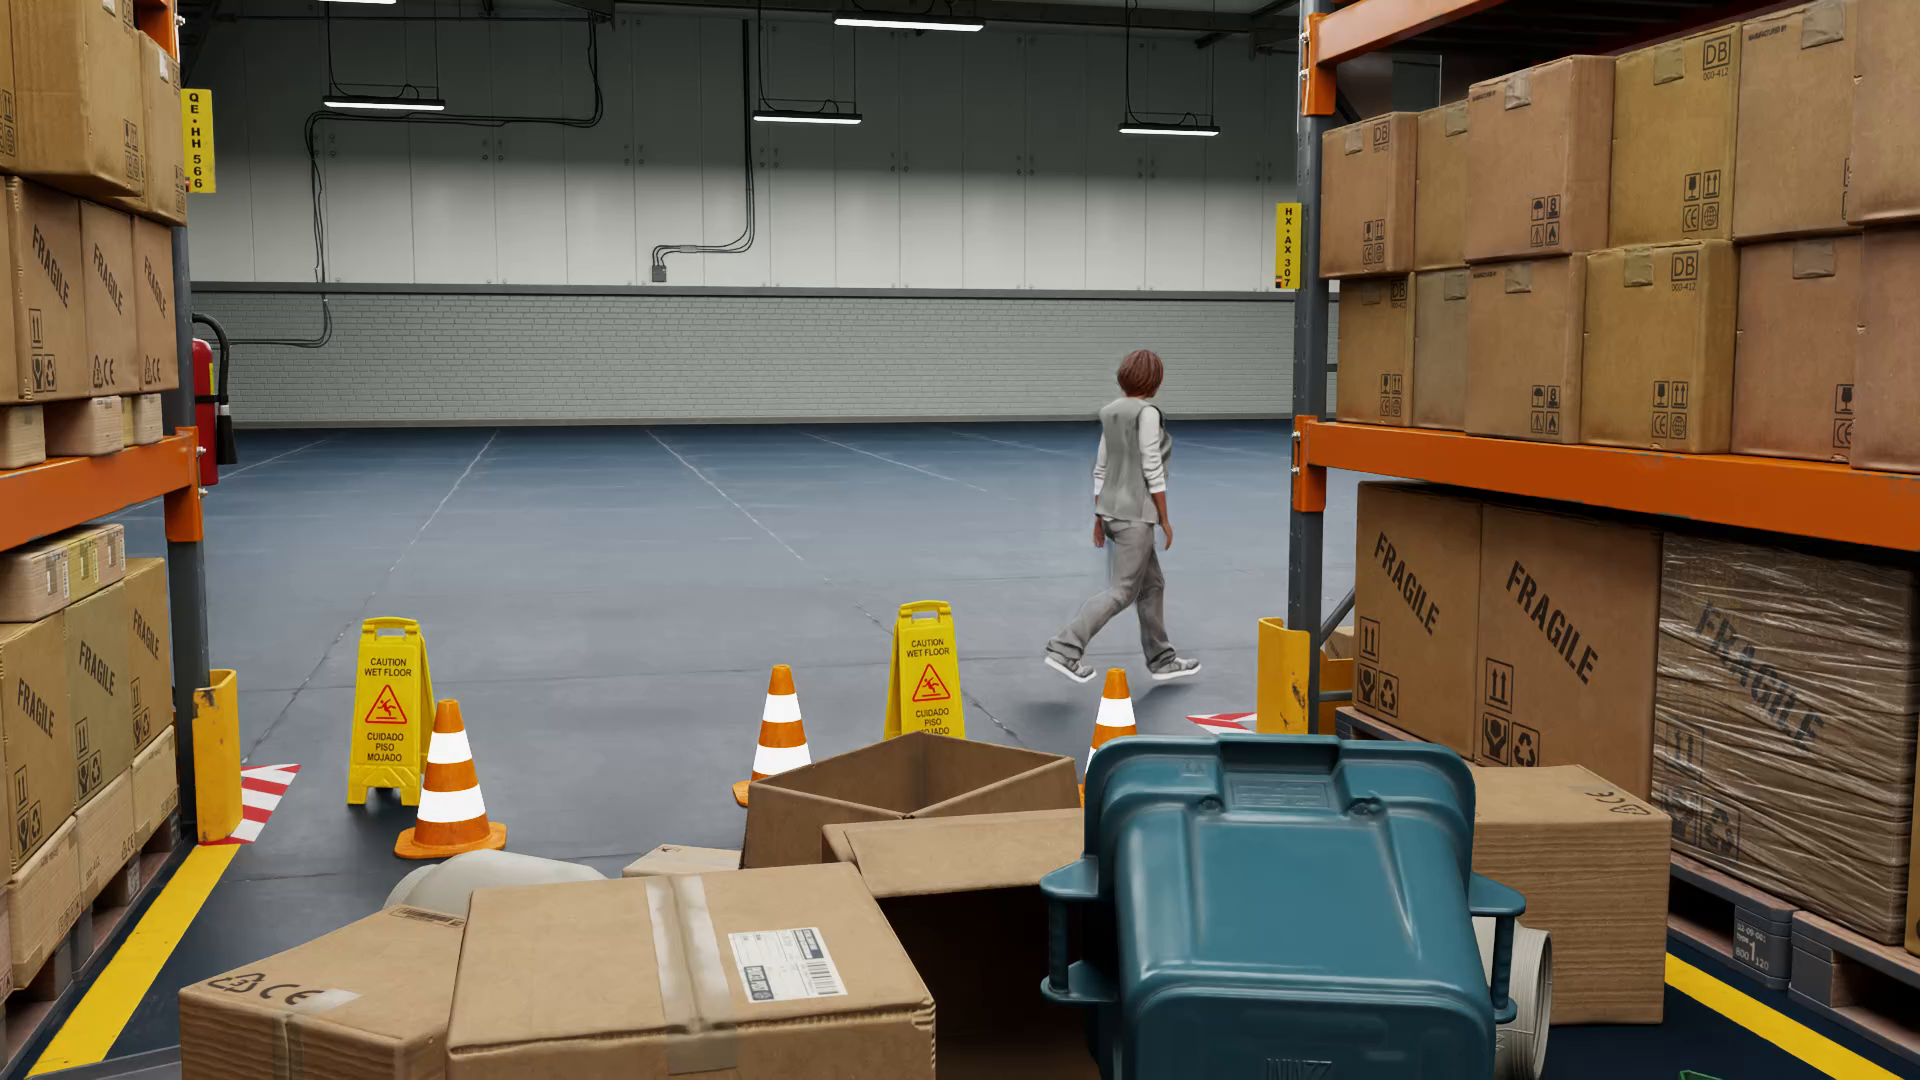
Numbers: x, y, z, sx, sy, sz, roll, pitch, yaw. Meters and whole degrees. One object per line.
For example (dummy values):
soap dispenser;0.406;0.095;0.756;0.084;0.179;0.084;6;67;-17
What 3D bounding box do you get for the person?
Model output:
person;0.770;-0.044;7.688;0.901;1.450;0.417;-3;7;-21
